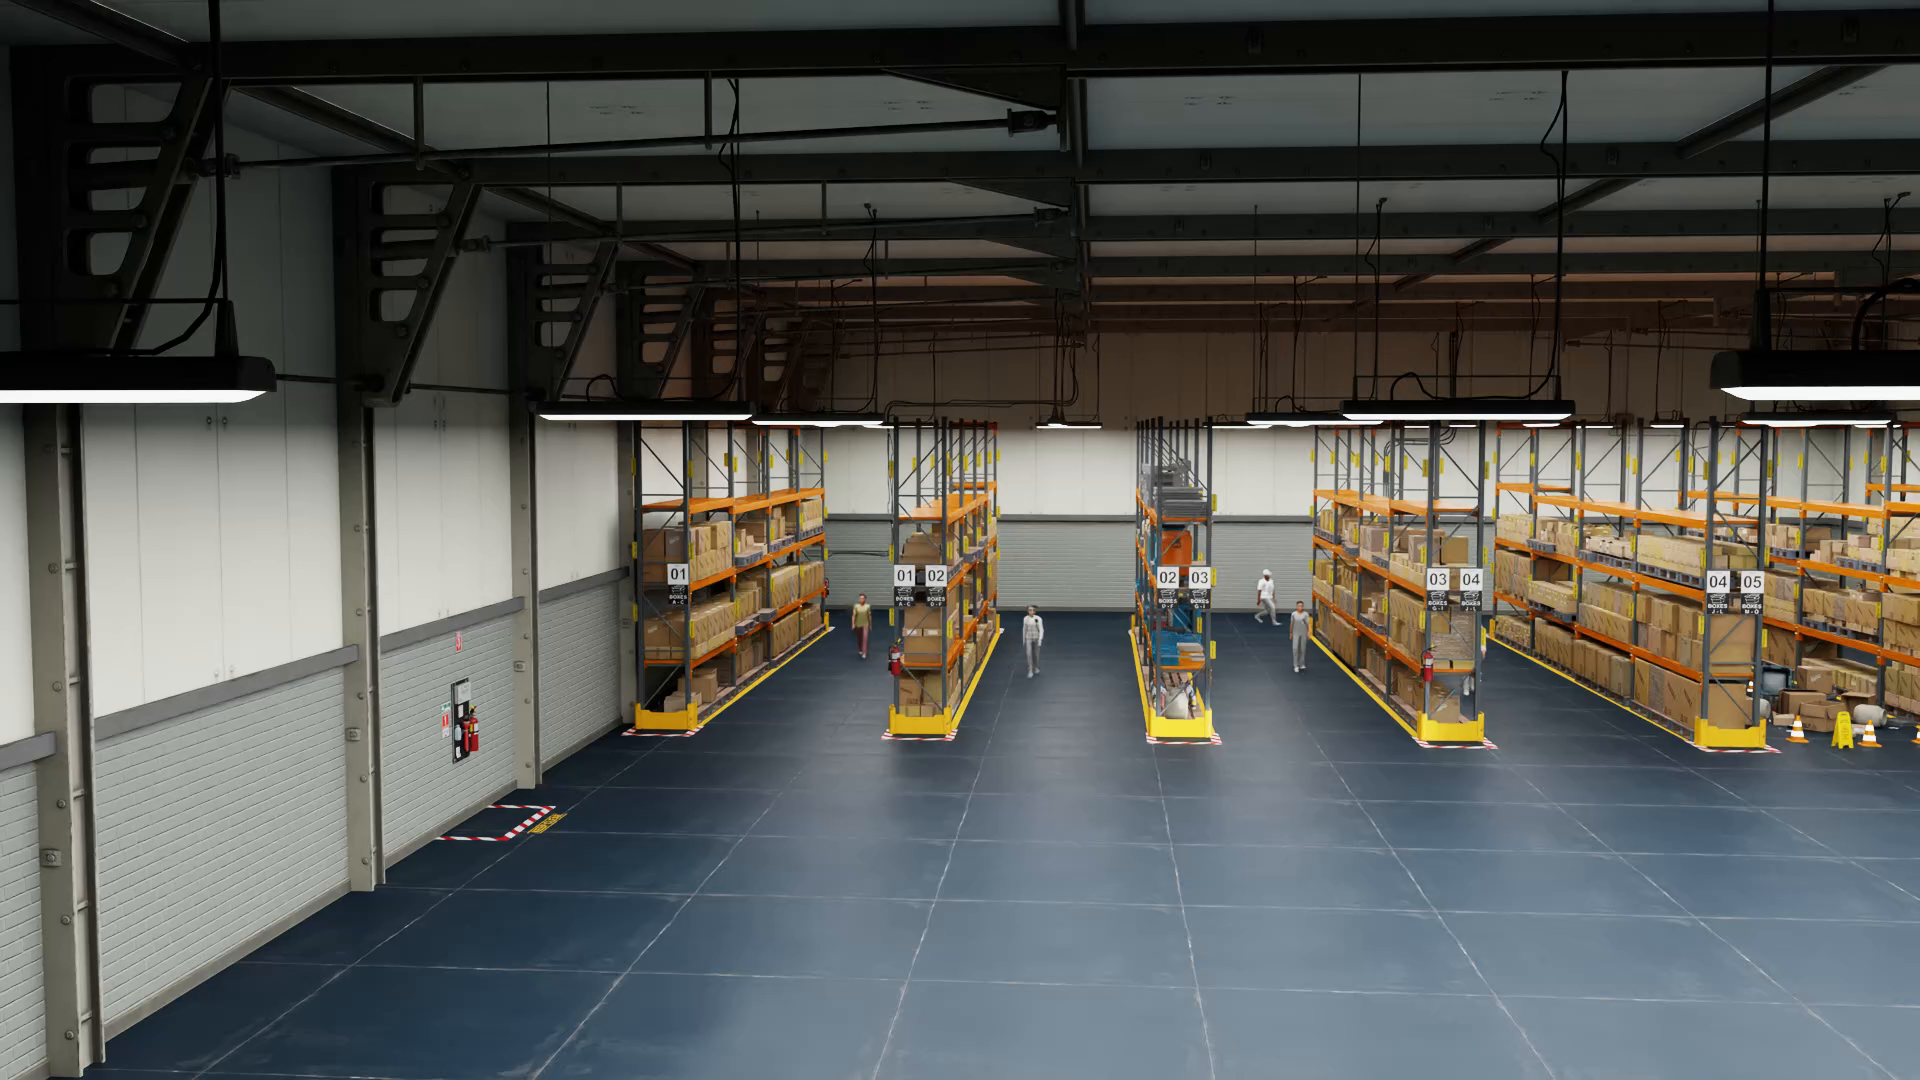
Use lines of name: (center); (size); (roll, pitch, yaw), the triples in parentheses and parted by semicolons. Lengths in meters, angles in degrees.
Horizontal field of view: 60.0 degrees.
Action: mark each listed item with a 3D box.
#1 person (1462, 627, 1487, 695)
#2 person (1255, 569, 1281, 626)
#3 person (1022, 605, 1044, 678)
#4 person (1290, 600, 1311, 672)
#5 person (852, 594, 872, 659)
person: (11.180, 2.479, 36.367); (0.621, 1.831, 0.626); (1, 4, 8)
person: (9.086, 1.690, 49.132); (0.560, 1.655, 1.021); (-4, 5, -43)
person: (1.704, 2.345, 38.967); (0.518, 1.669, 0.838); (0, 4, 8)
person: (8.154, 2.295, 39.852); (0.501, 1.699, 0.619); (1, 4, 15)
person: (-2.485, 2.160, 42.033); (0.486, 1.610, 1.085); (0, 4, -1)
